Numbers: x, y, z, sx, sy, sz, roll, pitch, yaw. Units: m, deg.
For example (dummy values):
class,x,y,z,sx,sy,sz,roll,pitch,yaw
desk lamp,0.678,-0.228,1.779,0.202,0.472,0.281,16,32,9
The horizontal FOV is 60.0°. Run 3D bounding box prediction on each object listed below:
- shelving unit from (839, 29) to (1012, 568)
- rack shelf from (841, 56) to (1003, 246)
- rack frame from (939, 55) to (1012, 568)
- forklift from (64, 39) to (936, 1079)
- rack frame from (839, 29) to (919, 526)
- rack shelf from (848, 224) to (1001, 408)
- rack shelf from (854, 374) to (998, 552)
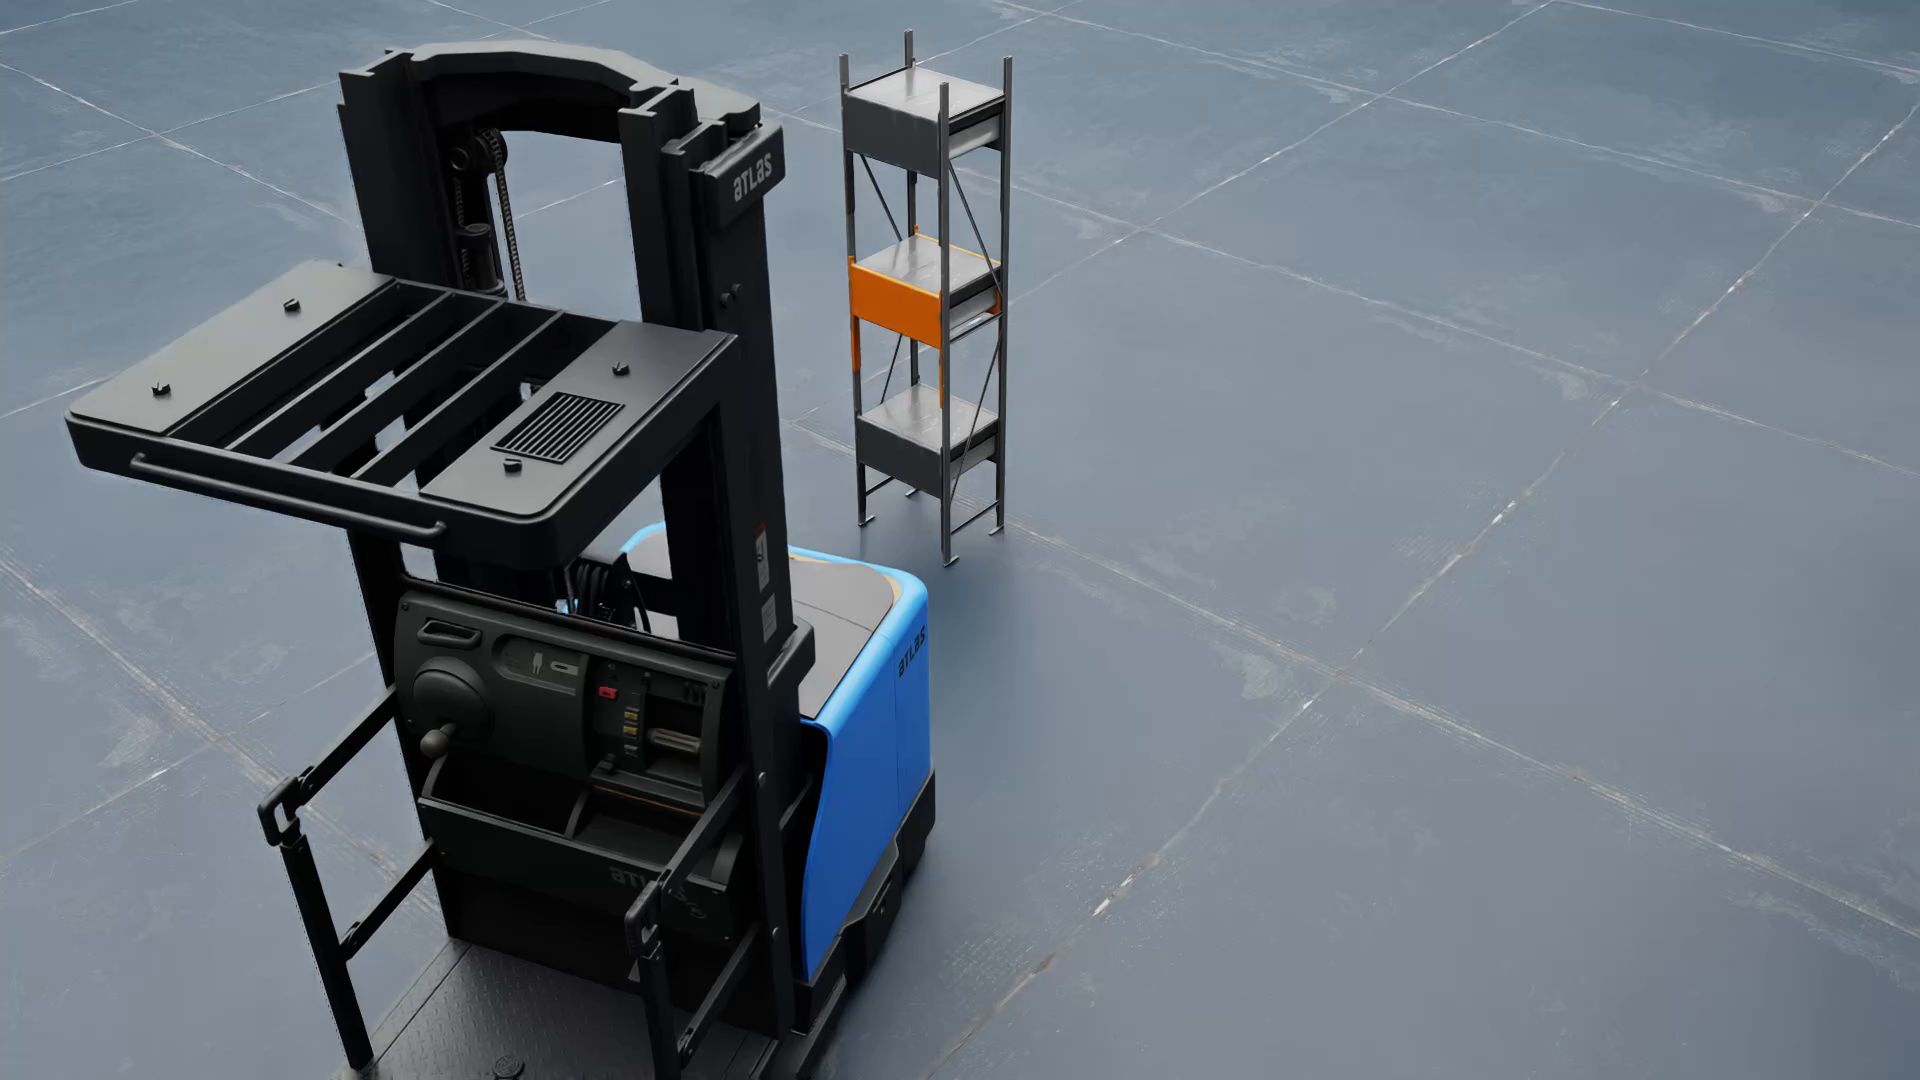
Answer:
class,x,y,z,sx,sy,sz,roll,pitch,yaw
shelving unit,-0.127,-0.926,6.743,0.503,2.100,0.431,25,42,32
rack shelf,-0.127,-1.491,6.354,0.480,0.518,0.431,25,42,32
rack frame,0.060,-0.837,6.614,0.015,2.100,0.400,25,42,32
forklift,-1.077,0.471,3.975,1.130,2.935,3.031,12,36,17
rack frame,-0.315,-1.014,6.872,0.015,2.100,0.400,25,42,32
rack shelf,-0.127,-0.914,6.751,0.480,0.518,0.431,25,42,32
rack shelf,-0.127,-0.337,7.147,0.480,0.518,0.431,25,42,32
